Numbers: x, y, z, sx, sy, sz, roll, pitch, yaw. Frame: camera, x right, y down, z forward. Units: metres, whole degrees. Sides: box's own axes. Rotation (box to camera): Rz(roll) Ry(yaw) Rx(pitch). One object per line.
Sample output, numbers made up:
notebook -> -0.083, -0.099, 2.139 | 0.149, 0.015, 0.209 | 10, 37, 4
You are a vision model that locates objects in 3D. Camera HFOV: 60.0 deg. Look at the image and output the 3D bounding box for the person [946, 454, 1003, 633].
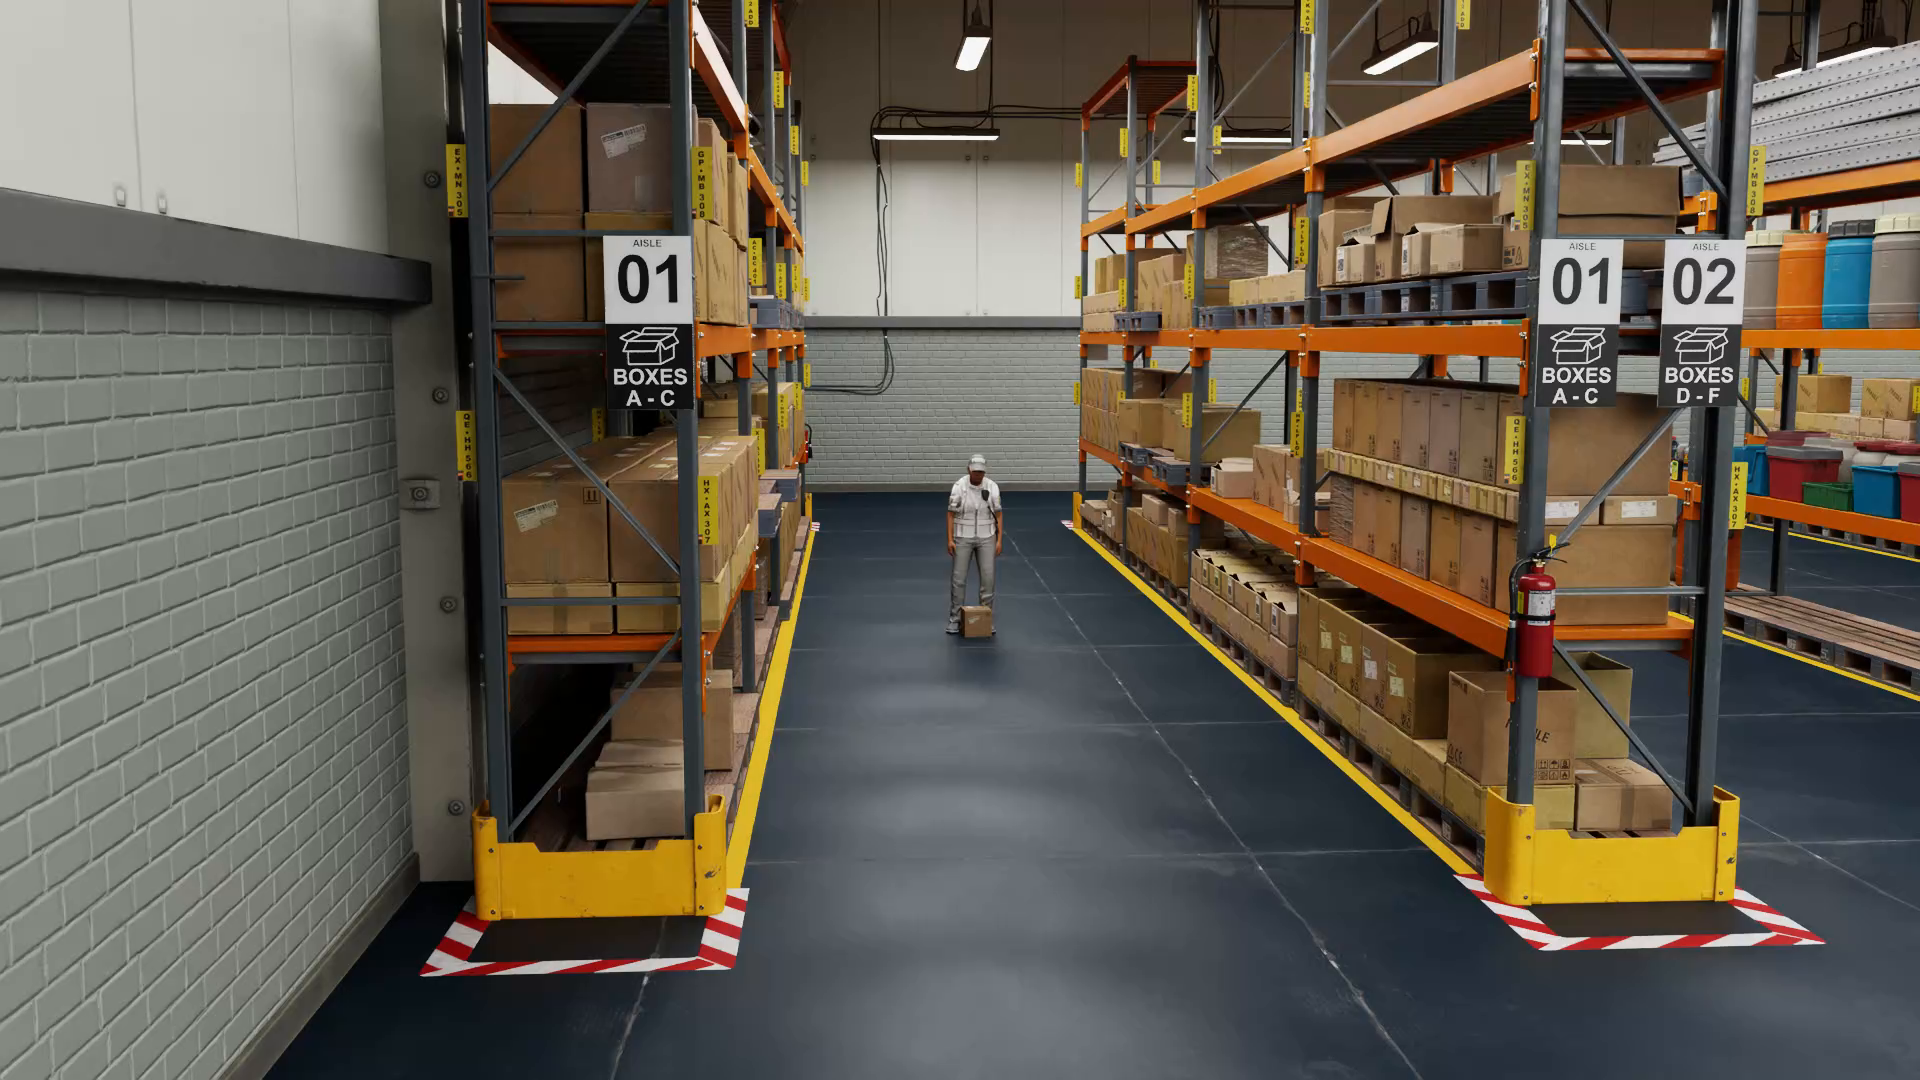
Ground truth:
person -> 0.132, 0.025, 15.517 | 0.539, 1.667, 0.466 | 0, 7, -3
